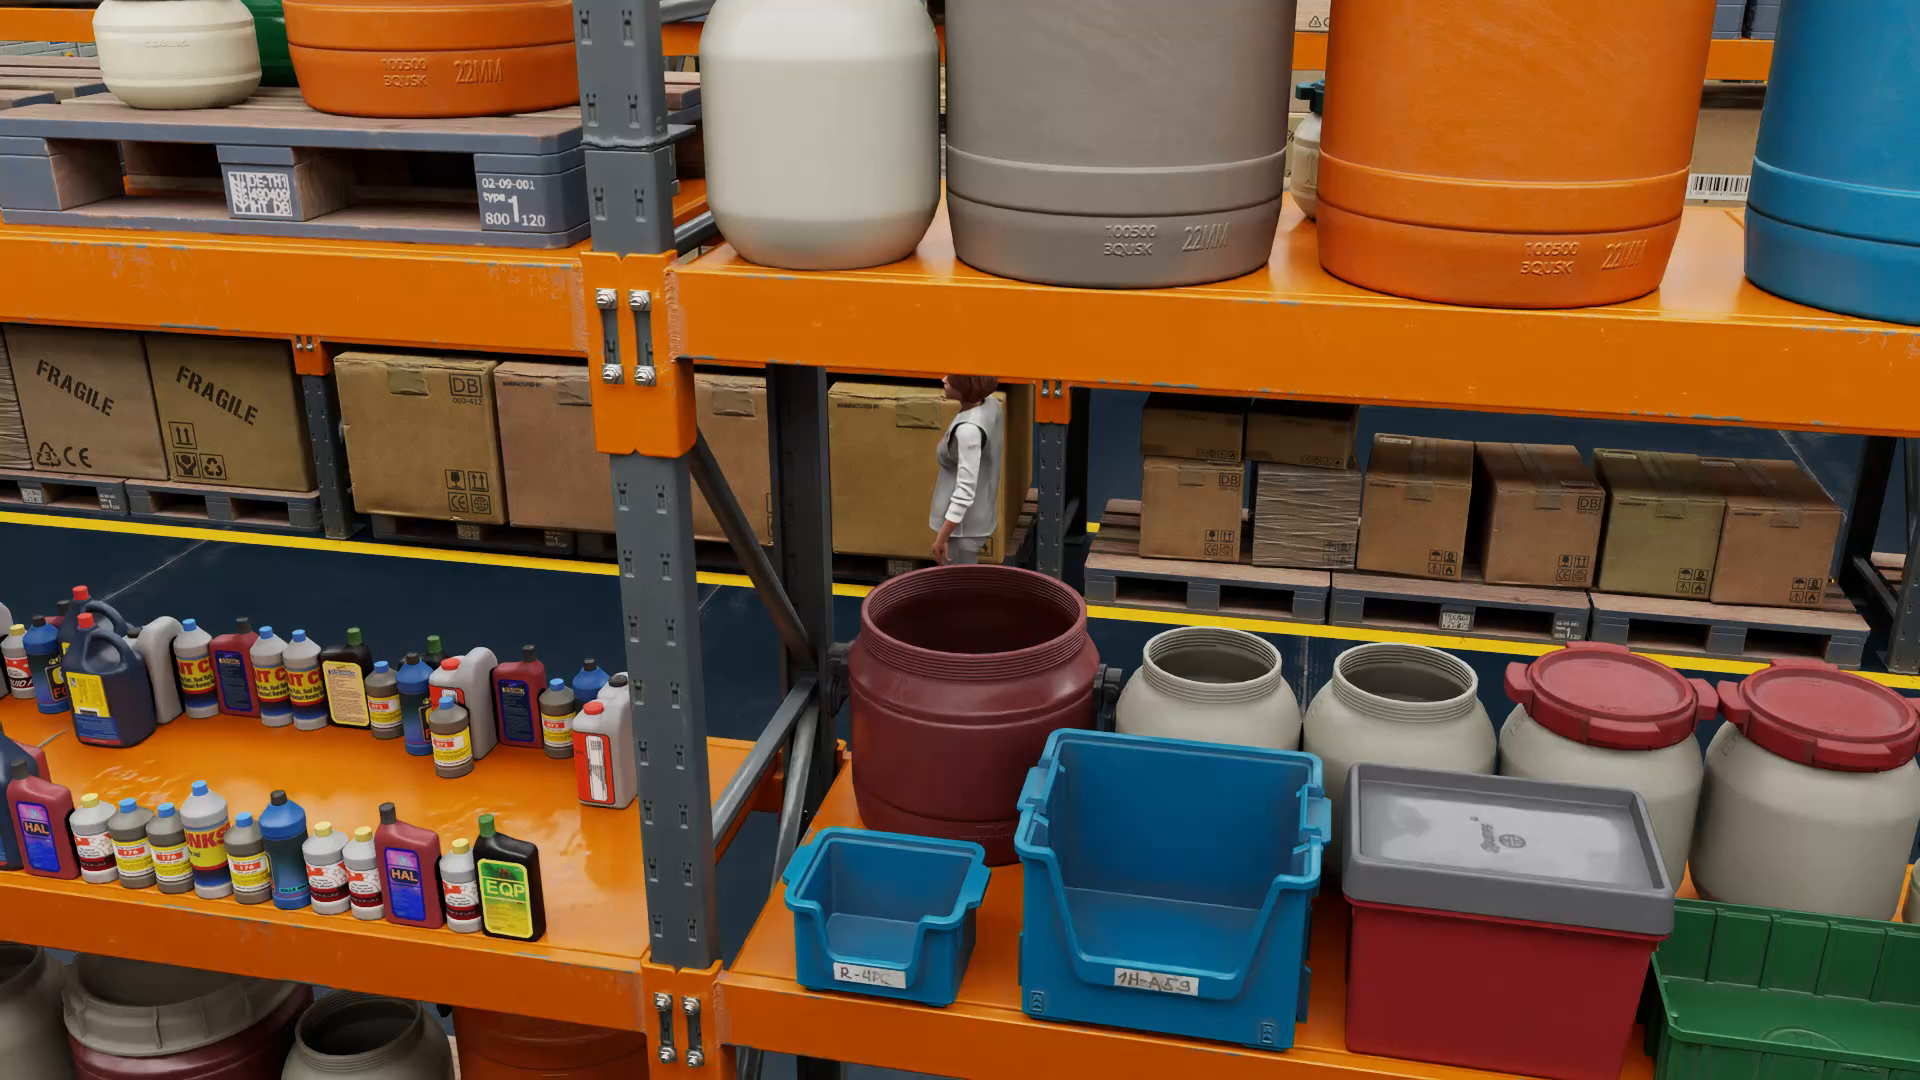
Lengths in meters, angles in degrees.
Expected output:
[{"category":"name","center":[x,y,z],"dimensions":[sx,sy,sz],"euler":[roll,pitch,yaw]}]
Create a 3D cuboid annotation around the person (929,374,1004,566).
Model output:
[{"category":"person","center":[-0.057,-0.071,7.254],"dimensions":[0.475,1.596,0.520],"euler":[4,22,11]}]
